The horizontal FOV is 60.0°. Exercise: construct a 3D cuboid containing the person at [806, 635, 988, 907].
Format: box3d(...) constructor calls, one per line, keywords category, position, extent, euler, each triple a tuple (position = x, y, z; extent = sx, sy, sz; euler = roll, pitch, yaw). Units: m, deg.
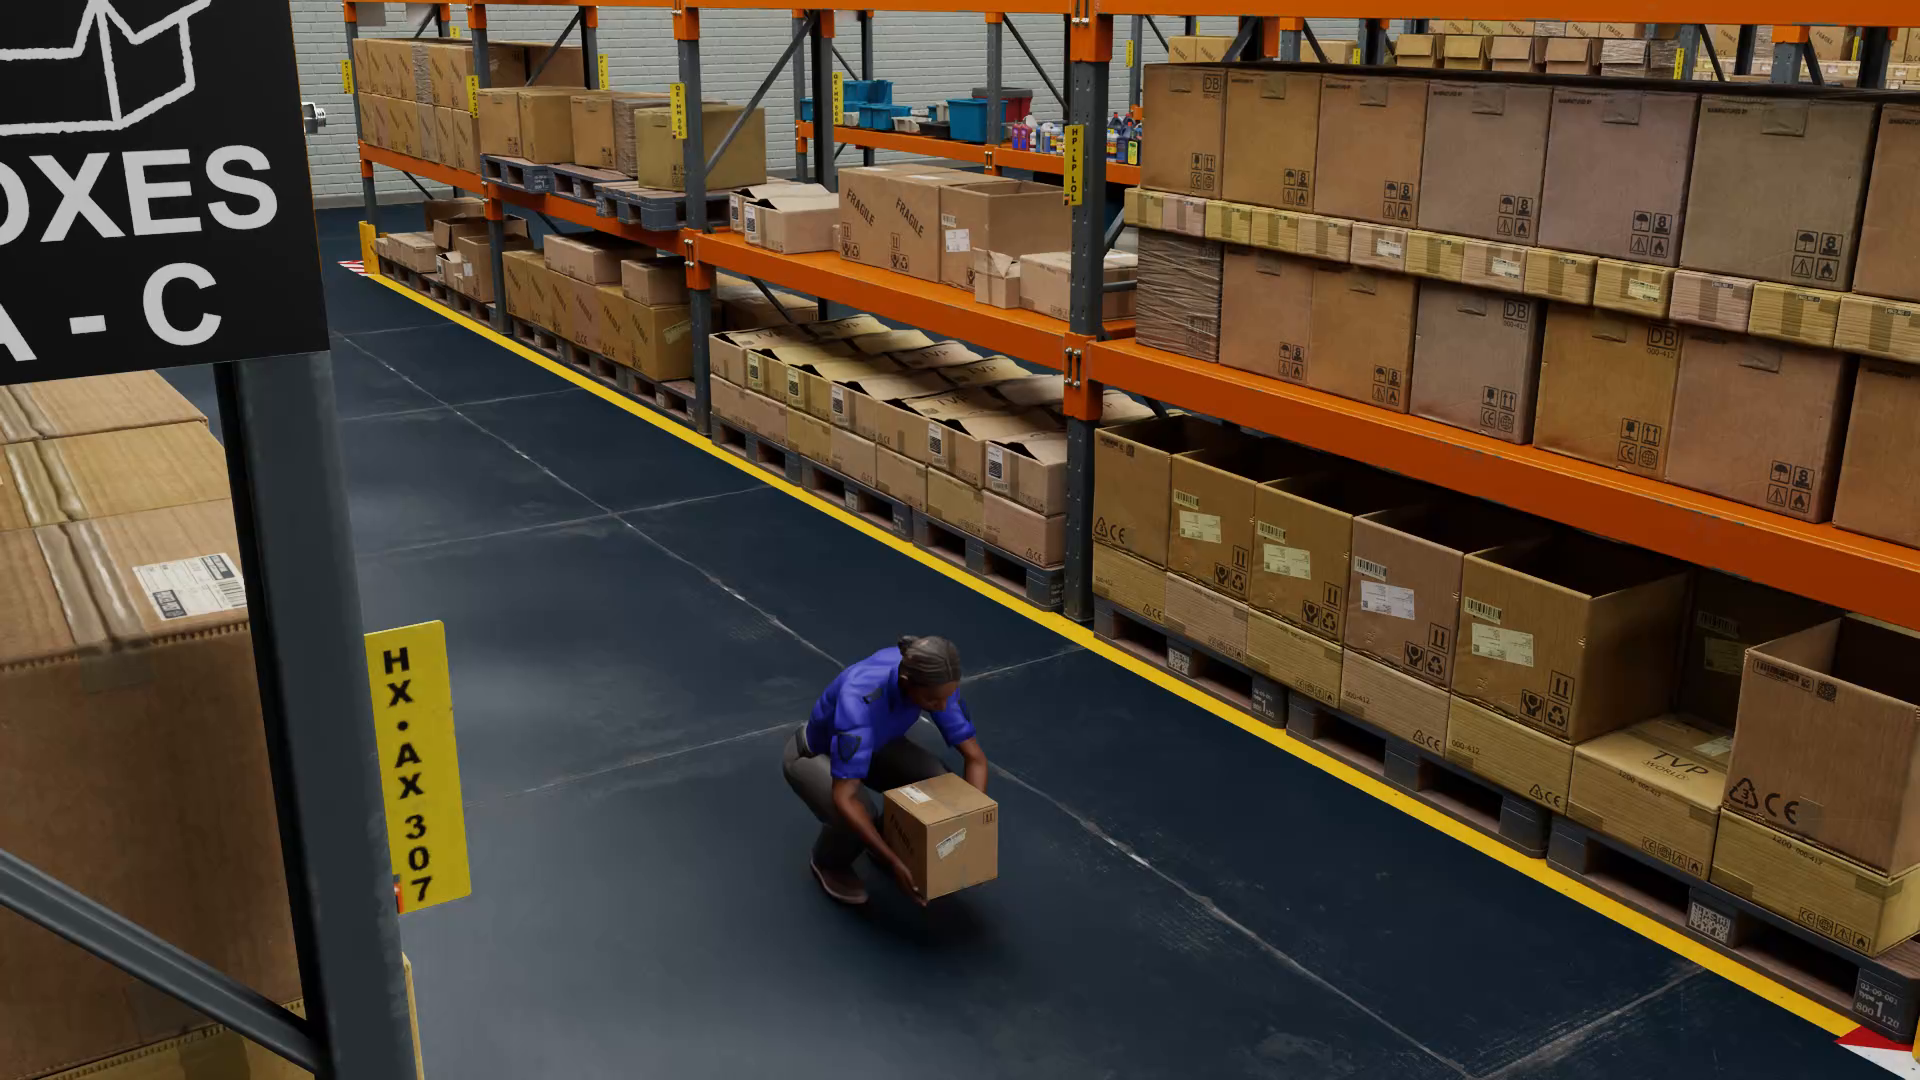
box3d(category="person", position=(-0.205, 0.694, 5.154), extent=(0.535, 0.924, 0.685), euler=(-12, 21, -31))
